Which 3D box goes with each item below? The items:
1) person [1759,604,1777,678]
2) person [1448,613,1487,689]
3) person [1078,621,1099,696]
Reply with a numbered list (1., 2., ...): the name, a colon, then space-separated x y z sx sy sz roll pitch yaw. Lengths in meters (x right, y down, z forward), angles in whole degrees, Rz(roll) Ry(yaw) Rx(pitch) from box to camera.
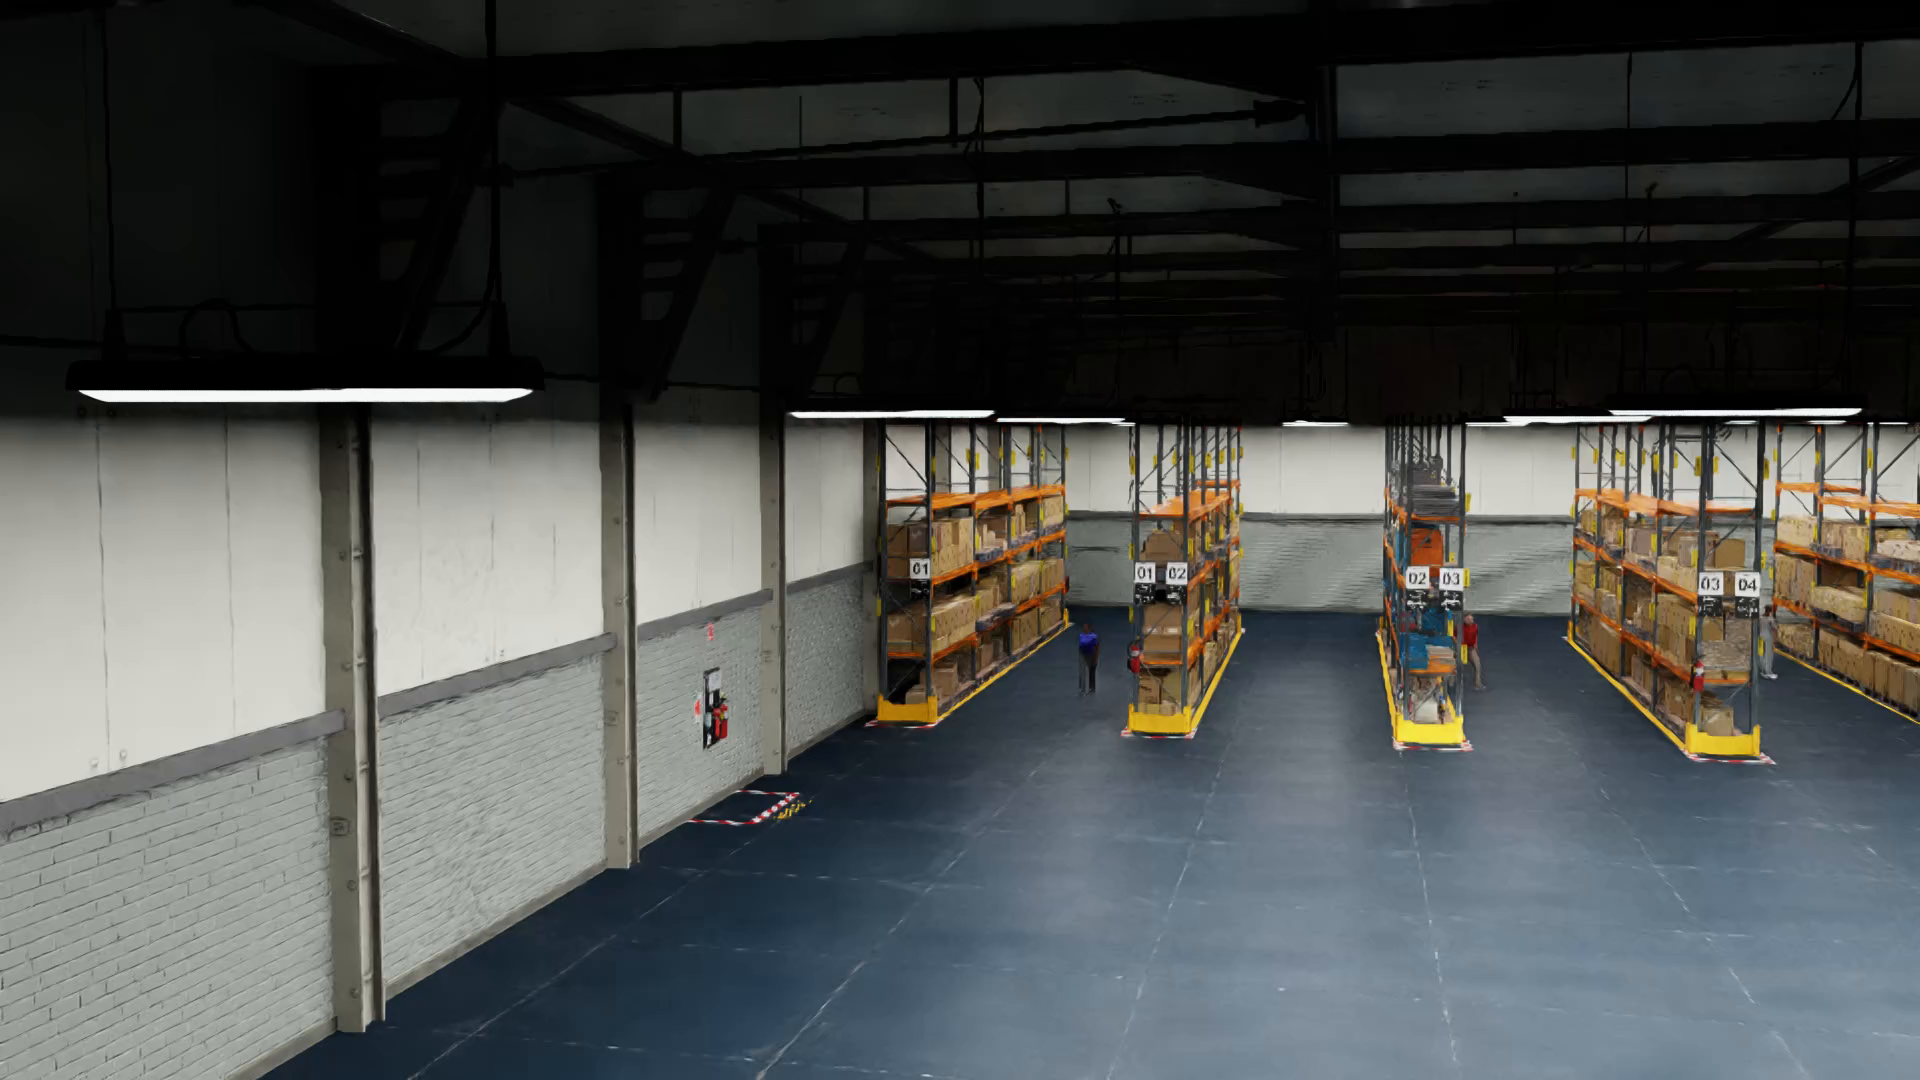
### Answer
1. person: 18.507 2.293 38.073 0.387 1.665 0.496 -1 4 -17
2. person: 11.114 2.412 36.510 0.691 1.658 0.860 0 4 -4
3. person: 2.739 2.517 35.495 0.463 1.596 0.985 1 4 12
